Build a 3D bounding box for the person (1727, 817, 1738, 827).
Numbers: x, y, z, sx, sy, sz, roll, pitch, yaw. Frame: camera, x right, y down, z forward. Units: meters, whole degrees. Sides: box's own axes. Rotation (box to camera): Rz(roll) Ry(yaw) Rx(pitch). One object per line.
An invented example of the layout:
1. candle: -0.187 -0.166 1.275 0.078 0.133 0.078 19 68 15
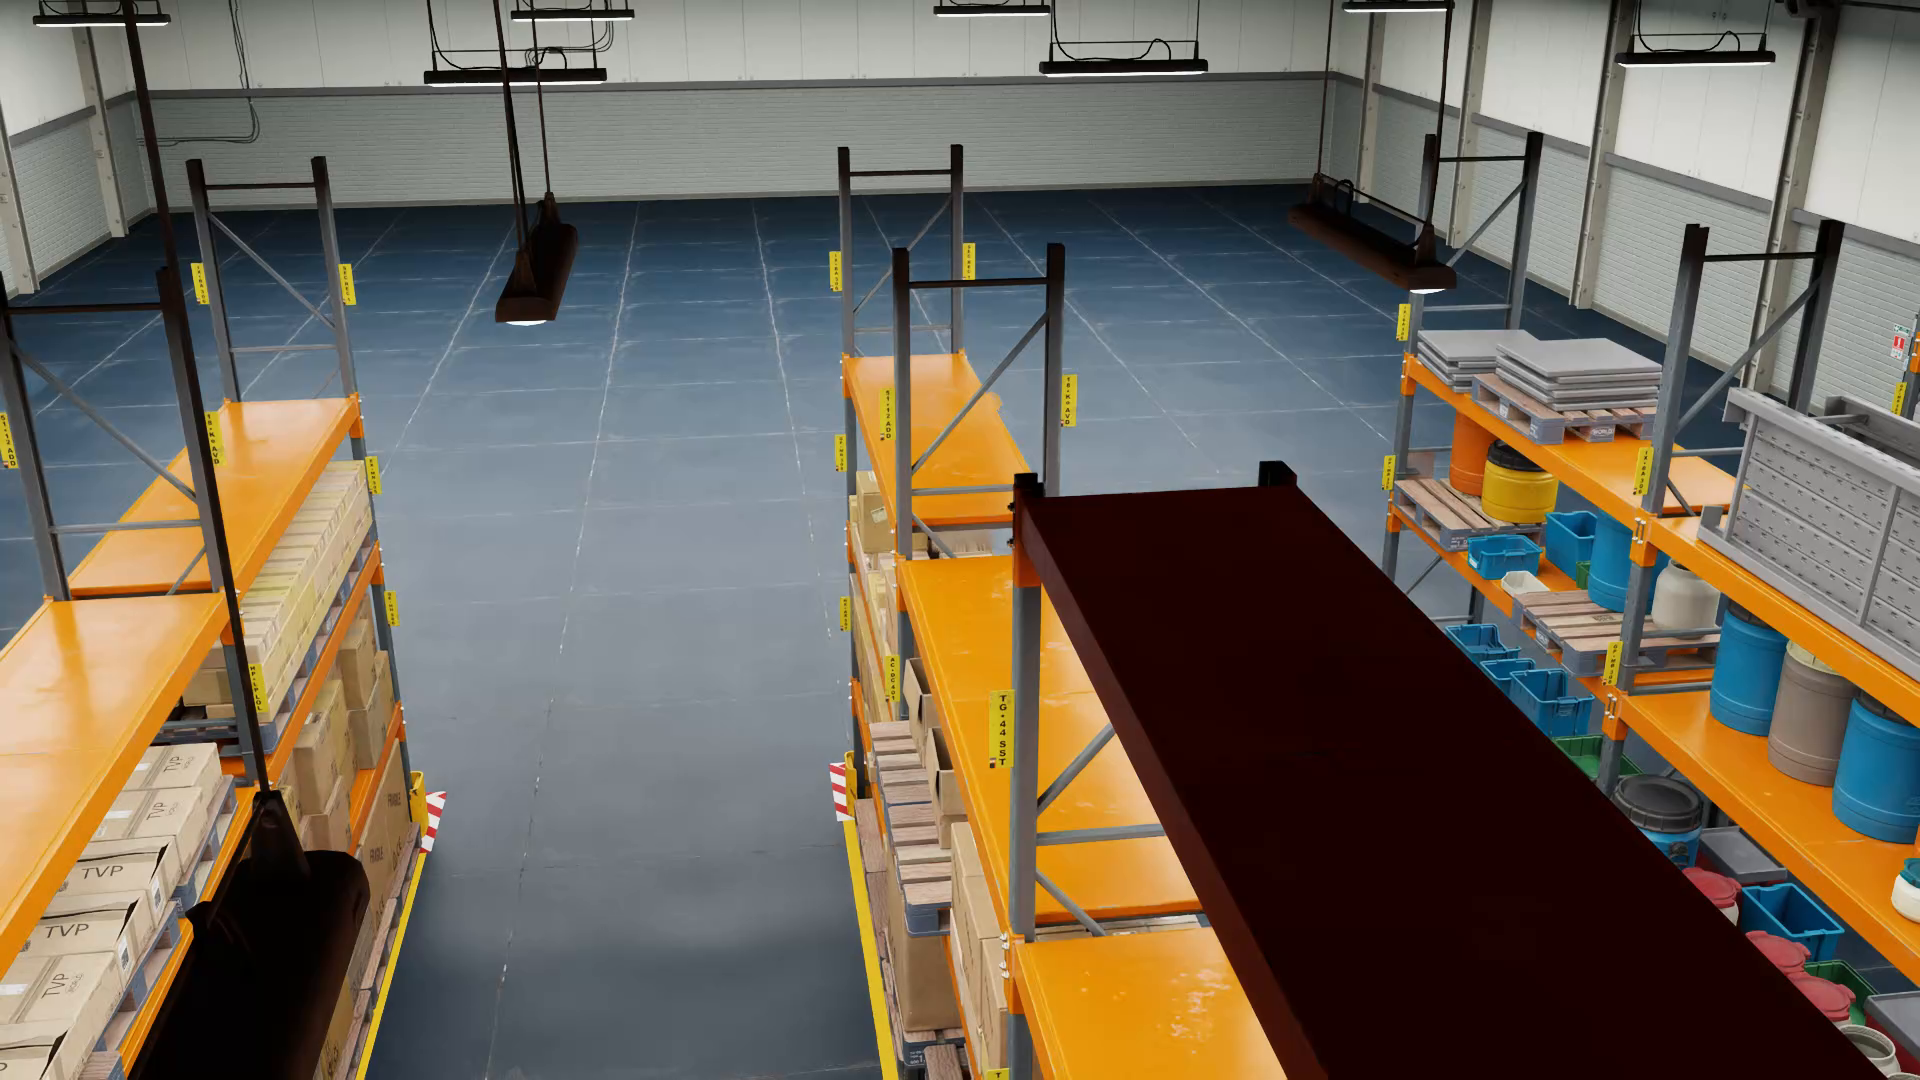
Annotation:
1. person: 7.004 1.842 14.670 0.419 1.741 0.562 -12 25 -28
